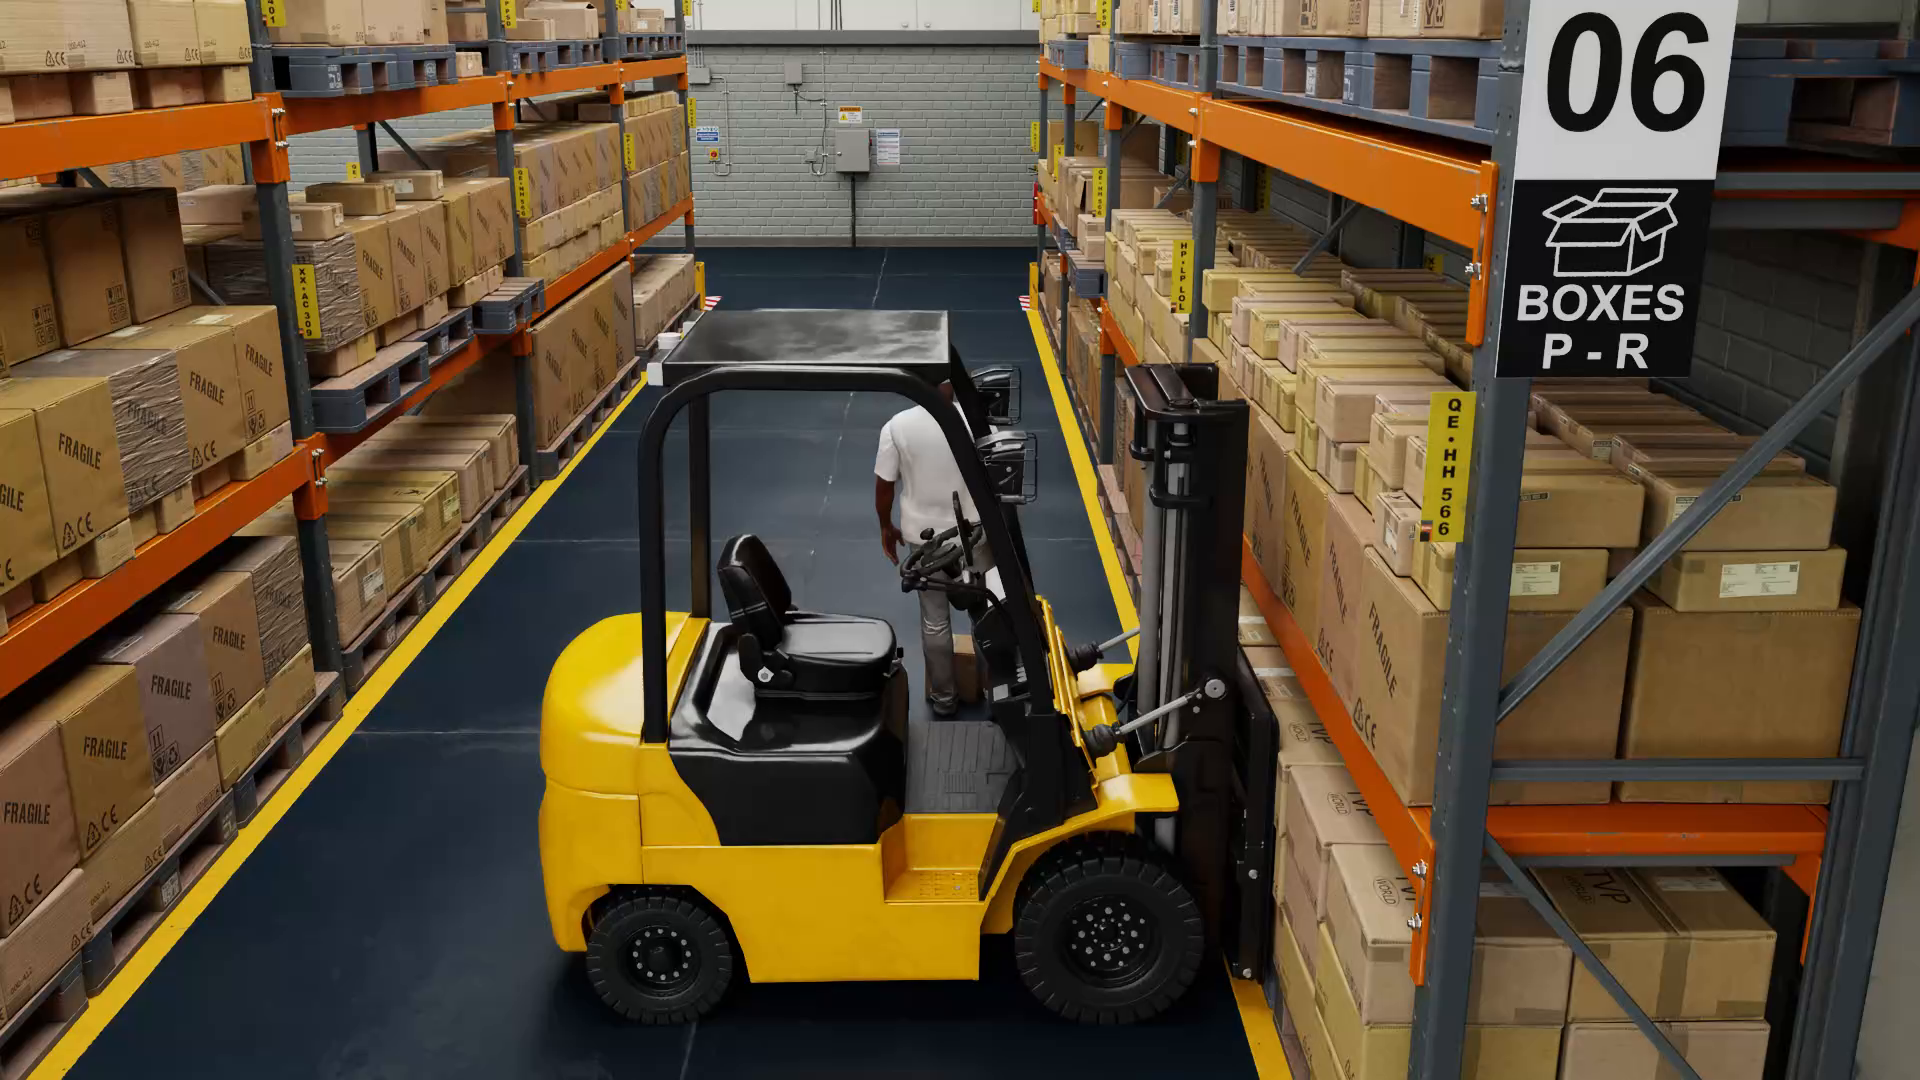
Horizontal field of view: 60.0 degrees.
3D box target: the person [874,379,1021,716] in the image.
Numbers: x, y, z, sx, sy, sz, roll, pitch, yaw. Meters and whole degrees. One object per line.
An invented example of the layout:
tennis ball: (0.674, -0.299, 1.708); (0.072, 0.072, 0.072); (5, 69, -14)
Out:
person: (-0.036, -0.055, 7.652); (0.666, 1.766, 0.576); (4, 17, 12)
